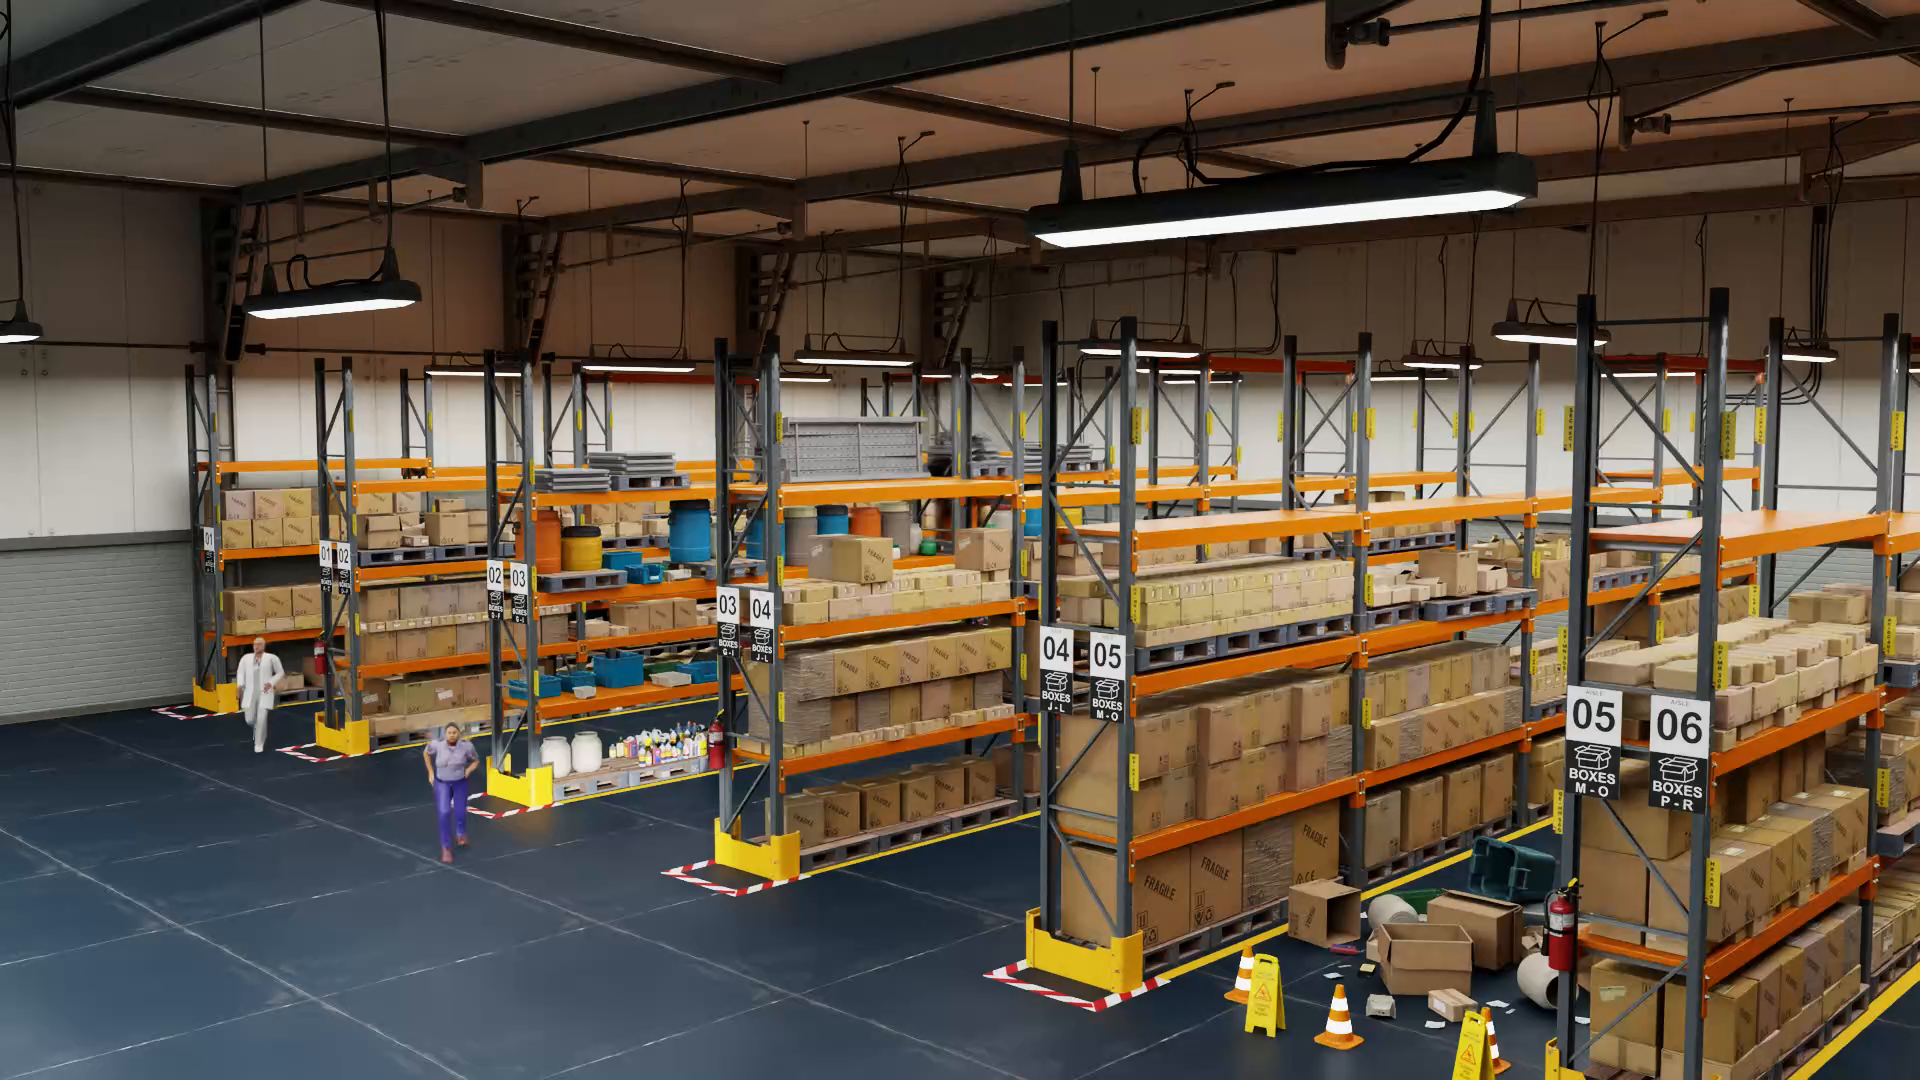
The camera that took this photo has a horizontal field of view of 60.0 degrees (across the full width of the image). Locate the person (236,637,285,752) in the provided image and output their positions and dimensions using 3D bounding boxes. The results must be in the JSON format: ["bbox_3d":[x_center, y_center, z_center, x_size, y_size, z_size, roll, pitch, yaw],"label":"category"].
[{"bbox_3d":[-10.738,2.361,25.516,0.713,1.747,0.641,-1,4,-7],"label":"person"}]

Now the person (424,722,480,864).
[{"bbox_3d":[-5.928,2.904,19.422,0.621,1.631,0.882,-1,5,-19],"label":"person"}]
